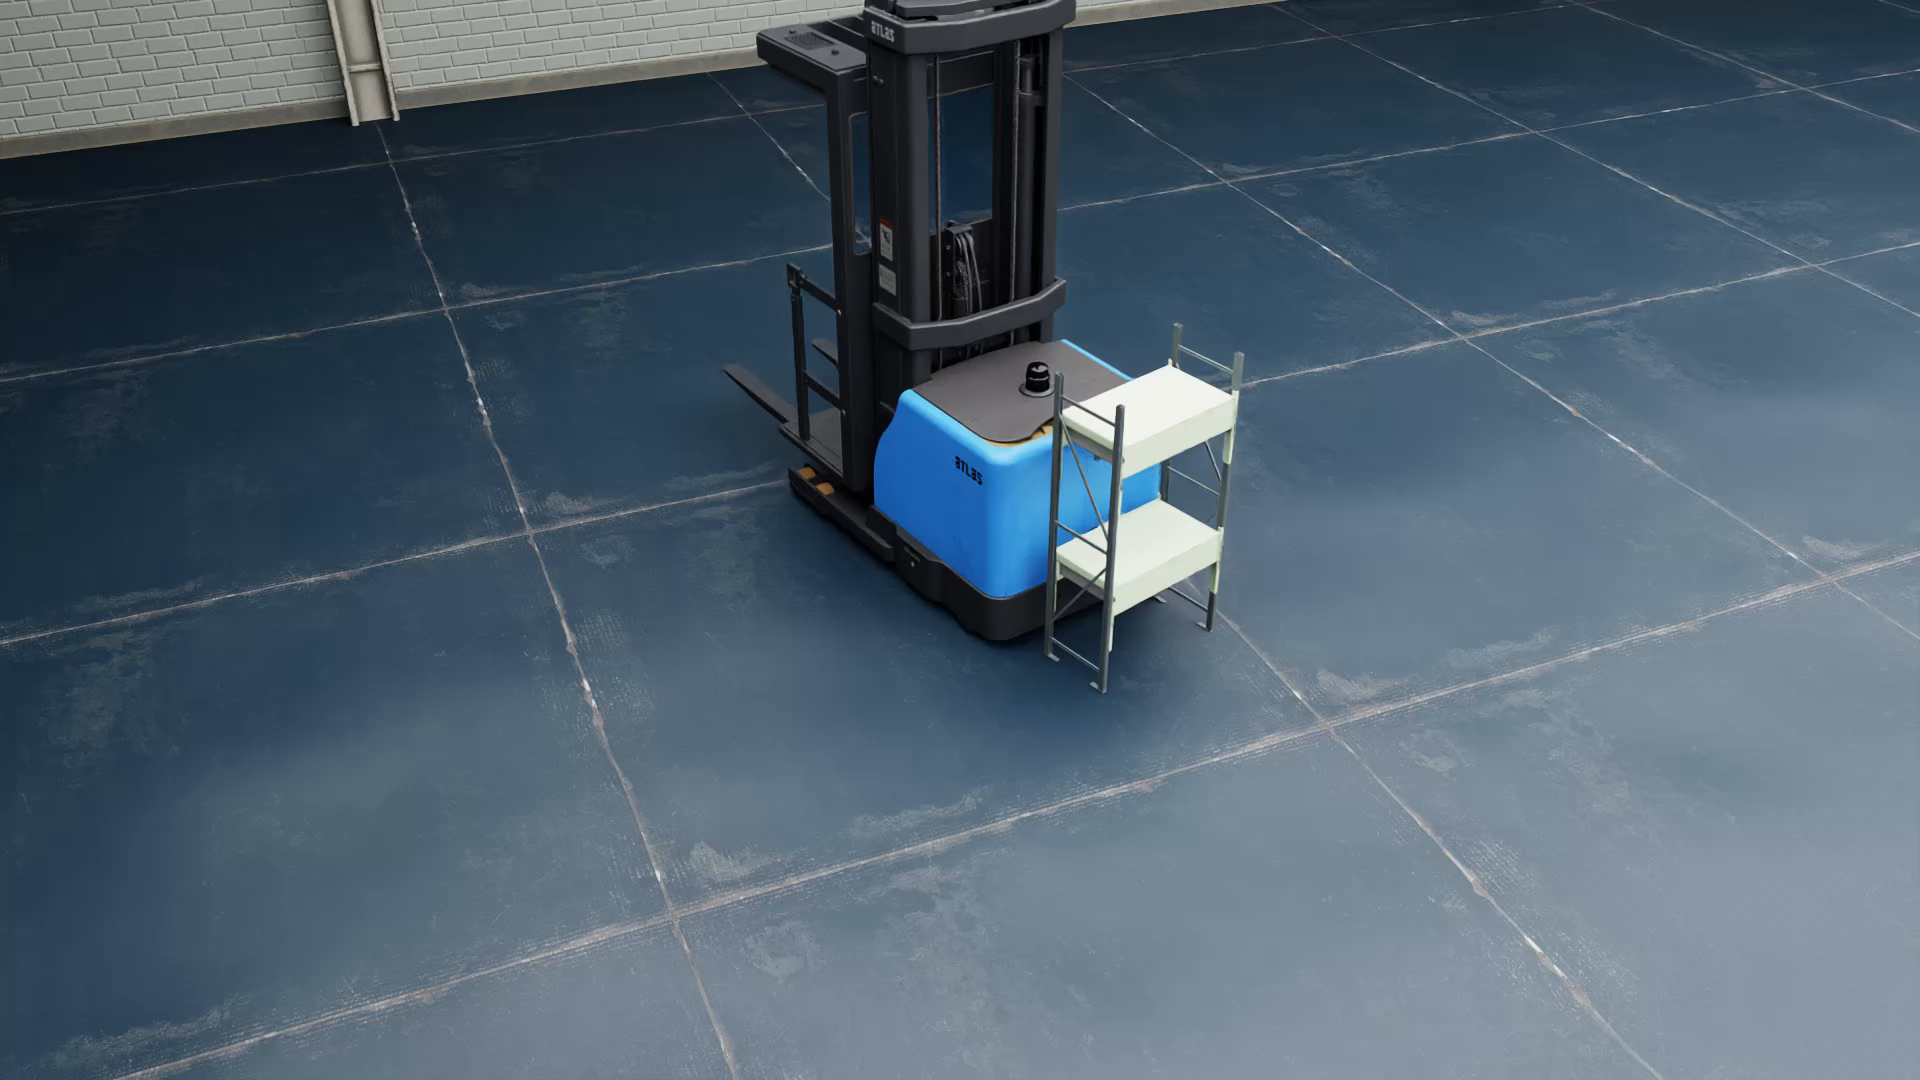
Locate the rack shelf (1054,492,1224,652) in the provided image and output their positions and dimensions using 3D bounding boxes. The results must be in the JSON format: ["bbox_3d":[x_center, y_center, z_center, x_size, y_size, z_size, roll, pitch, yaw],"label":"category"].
[{"bbox_3d":[0.817,0.138,7.757,0.720,0.370,0.431,-25,41,-33],"label":"rack shelf"}]

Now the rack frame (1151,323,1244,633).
[{"bbox_3d":[1.097,-0.264,7.777,0.023,1.500,0.400,-25,41,-33],"label":"rack frame"}]

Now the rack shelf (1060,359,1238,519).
[{"bbox_3d":[0.820,-0.460,7.363,0.720,0.370,0.431,-25,41,-33],"label":"rack shelf"}]

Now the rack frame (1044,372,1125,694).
[{"bbox_3d":[0.540,-0.004,7.378,0.023,1.500,0.400,-25,41,-33],"label":"rack frame"}]

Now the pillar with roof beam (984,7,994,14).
[{"bbox_3d":[2.141,-6.523,10.523,0.400,9.000,9.100,-13,35,-19],"label":"pillar with roof beam"}]

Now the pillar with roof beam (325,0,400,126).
[{"bbox_3d":[-3.391,-5.256,8.577,0.400,9.000,9.100,-13,35,-19],"label":"pillar with roof beam"}]

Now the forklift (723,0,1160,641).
[{"bbox_3d":[-0.276,-1.507,8.379,1.130,2.935,3.031,-21,38,-29],"label":"forklift"}]

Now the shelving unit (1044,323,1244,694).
[{"bbox_3d":[0.819,-0.134,7.578,0.755,1.500,0.431,-25,41,-33],"label":"shelving unit"}]
